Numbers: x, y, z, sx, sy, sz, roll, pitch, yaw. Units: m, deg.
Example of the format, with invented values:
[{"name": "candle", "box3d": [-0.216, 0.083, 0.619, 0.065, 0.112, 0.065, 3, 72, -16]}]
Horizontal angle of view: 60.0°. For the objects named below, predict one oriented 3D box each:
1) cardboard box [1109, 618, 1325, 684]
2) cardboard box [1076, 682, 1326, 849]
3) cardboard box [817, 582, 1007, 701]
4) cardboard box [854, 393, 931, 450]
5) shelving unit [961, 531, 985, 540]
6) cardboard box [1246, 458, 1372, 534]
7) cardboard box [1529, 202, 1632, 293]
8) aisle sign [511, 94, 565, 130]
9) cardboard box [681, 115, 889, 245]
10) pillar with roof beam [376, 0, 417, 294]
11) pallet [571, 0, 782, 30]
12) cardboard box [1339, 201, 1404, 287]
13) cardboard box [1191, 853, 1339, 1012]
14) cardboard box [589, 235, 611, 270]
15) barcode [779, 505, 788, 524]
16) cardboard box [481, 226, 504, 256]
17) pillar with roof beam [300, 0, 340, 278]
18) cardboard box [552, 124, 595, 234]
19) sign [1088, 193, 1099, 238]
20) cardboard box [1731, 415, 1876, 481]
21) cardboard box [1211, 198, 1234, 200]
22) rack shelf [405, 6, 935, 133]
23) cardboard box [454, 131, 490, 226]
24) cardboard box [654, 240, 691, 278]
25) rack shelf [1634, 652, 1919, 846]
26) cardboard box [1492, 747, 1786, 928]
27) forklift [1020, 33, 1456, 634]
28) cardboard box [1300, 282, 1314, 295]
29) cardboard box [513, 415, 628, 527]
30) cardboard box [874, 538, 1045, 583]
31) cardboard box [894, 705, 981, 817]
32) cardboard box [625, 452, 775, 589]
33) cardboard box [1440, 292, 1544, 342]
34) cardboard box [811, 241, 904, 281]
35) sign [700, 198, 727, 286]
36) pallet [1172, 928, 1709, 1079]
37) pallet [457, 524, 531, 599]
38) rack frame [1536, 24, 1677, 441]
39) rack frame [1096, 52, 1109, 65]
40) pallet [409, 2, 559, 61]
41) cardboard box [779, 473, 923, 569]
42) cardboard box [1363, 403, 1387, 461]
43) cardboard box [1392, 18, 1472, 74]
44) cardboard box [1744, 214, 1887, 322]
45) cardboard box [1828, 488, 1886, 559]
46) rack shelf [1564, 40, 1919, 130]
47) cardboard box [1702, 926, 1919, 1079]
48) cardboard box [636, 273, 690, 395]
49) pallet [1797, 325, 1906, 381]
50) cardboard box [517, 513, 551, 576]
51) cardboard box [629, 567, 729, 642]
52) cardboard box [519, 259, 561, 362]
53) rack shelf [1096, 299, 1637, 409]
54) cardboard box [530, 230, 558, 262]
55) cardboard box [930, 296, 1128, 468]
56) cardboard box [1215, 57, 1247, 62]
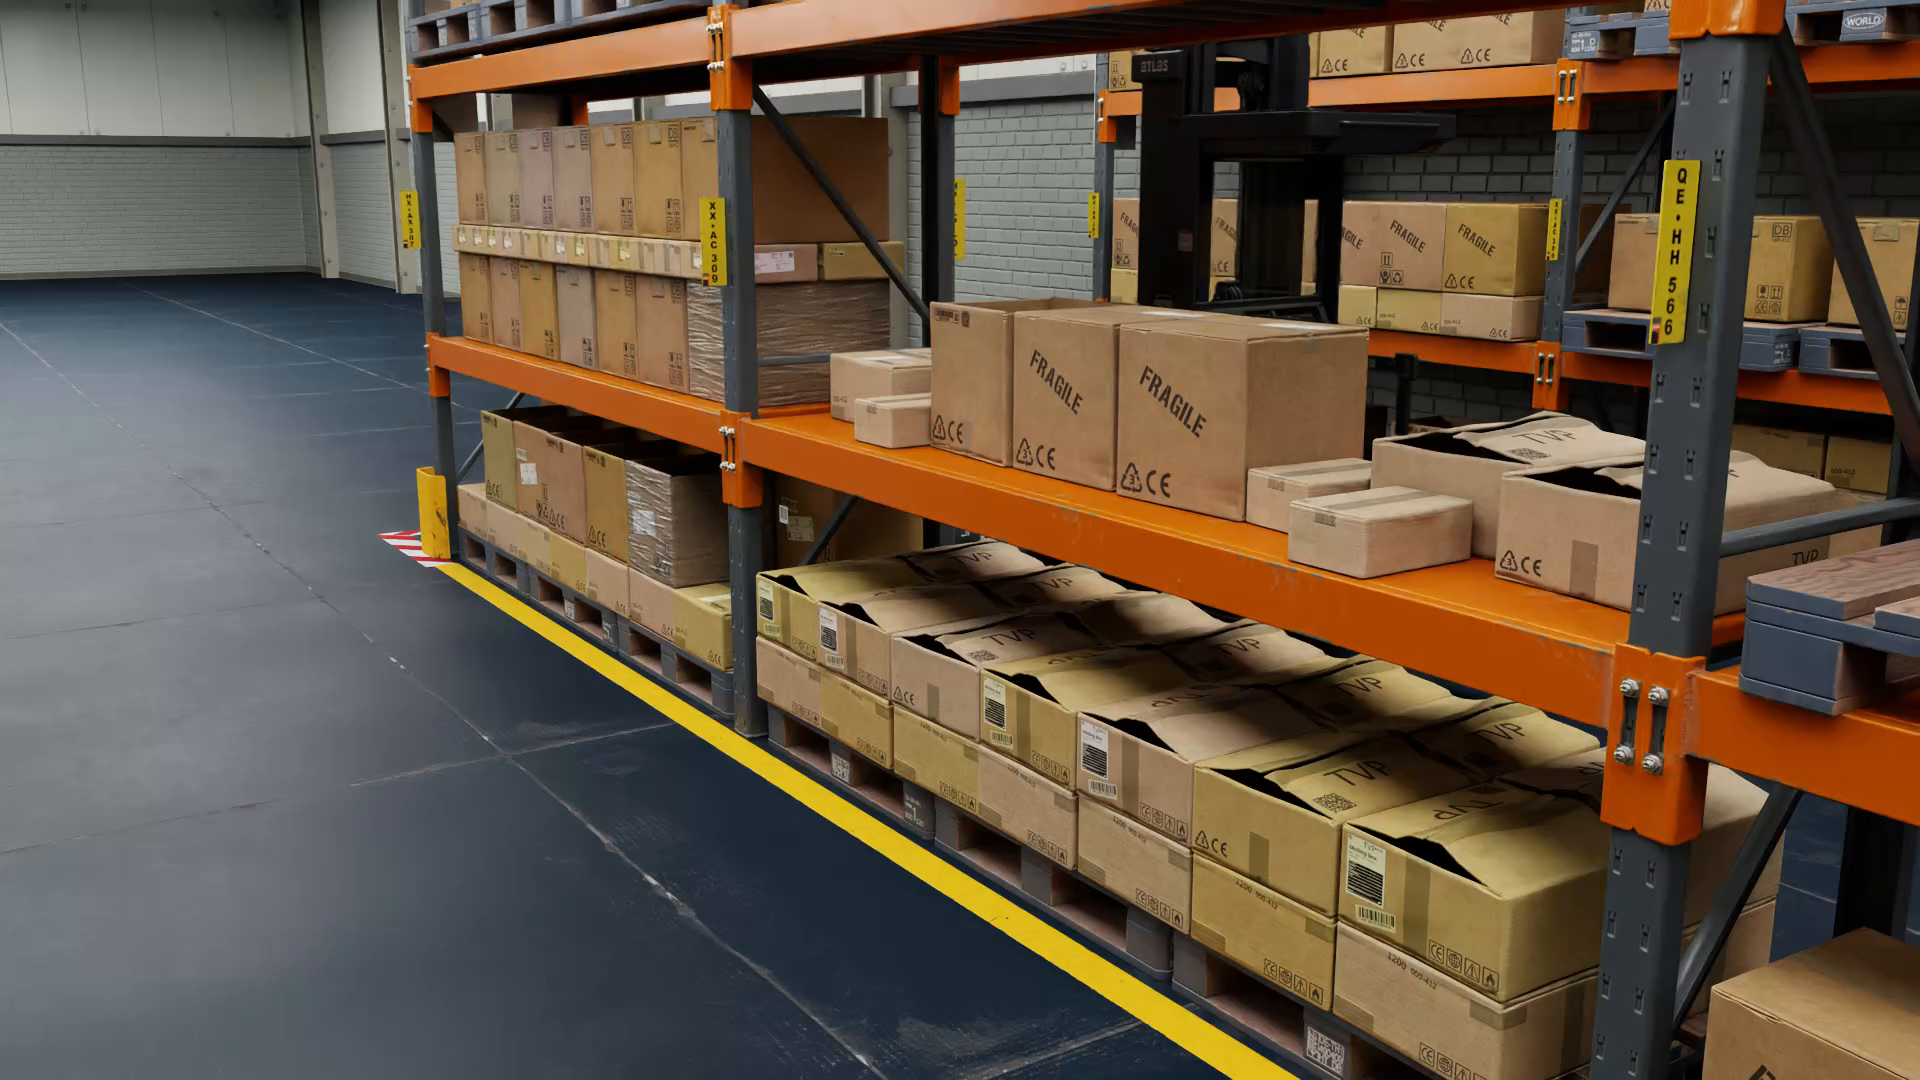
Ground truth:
[{"name": "cardboard box", "box3d": [0.837, 0.444, 5.453, 0.500, 0.311, 0.500, -8, 15, -33]}, {"name": "cardboard box", "box3d": [0.681, 0.600, 4.735, 0.500, 0.311, 0.500, -8, 15, -33]}, {"name": "cardboard box", "box3d": [-0.175, 0.327, 5.984, 0.500, 0.311, 0.500, -8, 15, -33]}, {"name": "cardboard box", "box3d": [-0.148, -0.425, 5.871, 0.380, 0.149, 0.250, -8, 15, -33]}, {"name": "shelving unit", "box3d": [0.092, -0.557, 10.099, 0.258, 1.200, 0.503, -8, 15, -33]}, {"name": "cardboard box", "box3d": [0.994, -0.115, 4.456, 0.380, 0.149, 0.250, -7, 14, -29]}, {"name": "cardboard box", "box3d": [3.566, -1.727, 9.789, 0.500, 0.500, 0.500, -9, 15, -34]}, {"name": "aisle sign", "box3d": [-2.477, -2.757, 9.863, 0.394, 0.787, 0.004, -8, 15, -33]}, {"name": "cardboard box", "box3d": [-0.720, -1.490, 6.884, 0.700, 0.500, 0.500, -8, 15, -32]}, {"name": "pillar with roof beam", "box3d": [-14.337, -8.695, 29.059, 9.100, 9.000, 0.400, -8, 15, -33]}, {"name": "pallet", "box3d": [-0.963, -2.300, 7.044, 1.003, 0.211, 1.213, -8, 15, -33]}, {"name": "cardboard box", "box3d": [2.582, -1.846, 10.329, 0.500, 0.500, 0.500, -9, 15, -34]}, {"name": "cardboard box", "box3d": [0.964, 0.964, 4.385, 0.500, 0.250, 0.500, -8, 15, -33]}, {"name": "cardboard box", "box3d": [-1.500, -1.344, 7.734, 0.380, 0.149, 0.250, -8, 14, -31]}, {"name": "barcode", "box3d": [-0.674, -0.097, 6.360, 0.001, 0.075, 0.075, -8, 15, -33]}, {"name": "cardboard box", "box3d": [-2.362, -1.620, 8.996, 0.380, 0.149, 0.250, -8, 15, -33]}, {"name": "pillar with roof beam", "box3d": [-17.661, -9.762, 33.939, 9.100, 9.000, 0.400, -8, 15, -33]}, {"name": "cardboard box", "box3d": [-1.554, -1.758, 8.108, 0.700, 0.500, 0.500, -8, 15, -33]}, {"name": "sign", "box3d": [0.985, -2.386, 12.227, 0.100, 0.325, 0.005, -8, 15, -33]}, {"name": "cardboard box", "box3d": [4.321, -0.470, 8.554, 0.500, 0.250, 0.500, -8, 15, -34]}, {"name": "cardboard box", "box3d": [1.716, -2.121, 11.588, 0.500, 0.500, 0.500, -8, 15, -33]}, {"name": "rack shelf", "box3d": [-1.577, -2.199, 8.059, 1.077, 0.370, 4.000, -8, 15, -33]}, {"name": "cardboard box", "box3d": [-2.408, -2.029, 9.350, 0.700, 0.500, 0.500, -8, 15, -33]}, {"name": "cardboard box", "box3d": [-1.081, -1.209, 7.115, 0.380, 0.149, 0.250, -9, 15, -34]}, {"name": "rack shelf", "box3d": [2.855, 0.689, 1.873, 1.077, 0.370, 4.000, -8, 15, -33]}, {"name": "cardboard box", "box3d": [1.701, 0.718, 4.196, 0.500, 0.311, 0.500, -8, 14, -31]}, {"name": "forklift", "box3d": [1.646, -0.997, 8.060, 1.130, 2.935, 3.031, -10, 16, -38]}, {"name": "cardboard box", "box3d": [2.298, -1.568, 10.814, 0.500, 0.250, 0.500, -8, 15, -32]}, {"name": "cardboard box", "box3d": [-2.007, -0.371, 8.736, 0.500, 0.500, 0.500, -8, 15, -33]}, {"name": "cardboard box", "box3d": [-0.006, 0.173, 6.690, 0.500, 0.311, 0.500, -8, 15, -33]}, {"name": "cardboard box", "box3d": [0.120, 0.693, 5.626, 0.500, 0.250, 0.500, -9, 15, -34]}, {"name": "cardboard box", "box3d": [-1.175, -0.104, 7.516, 0.500, 0.500, 0.500, -8, 15, -33]}, {"name": "cardboard box", "box3d": [3.138, -1.301, 9.595, 0.500, 0.250, 0.500, -8, 15, -33]}, {"name": "cardboard box", "box3d": [-0.457, -1.166, 6.919, 0.380, 0.149, 0.250, -8, 15, -33]}, {"name": "sign", "box3d": [-0.930, -1.125, 6.273, 0.100, 0.325, 0.005, -8, 15, -33]}, {"name": "pallet", "box3d": [1.323, 1.193, 4.411, 1.003, 0.211, 1.213, -8, 15, -33]}, {"name": "pallet", "box3d": [-2.227, 0.052, 9.627, 1.003, 0.211, 1.213, -8, 15, -33]}, {"name": "rack frame", "box3d": [3.653, -1.316, 9.360, 1.000, 3.000, 0.127, -8, 15, -33]}, {"name": "rack frame", "box3d": [1.437, -4.958, 11.972, 1.000, 3.000, 0.127, -8, 15, -33]}, {"name": "pallet", "box3d": [-2.315, -2.734, 9.029, 1.003, 0.211, 1.213, -8, 15, -33]}, {"name": "cardboard box", "box3d": [-0.465, -0.077, 7.391, 0.500, 0.500, 0.500, -8, 15, -33]}, {"name": "cardboard box", "box3d": [2.426, -0.650, 11.134, 0.700, 0.500, 0.500, -9, 15, -36]}, {"name": "cardboard box", "box3d": [2.898, -2.992, 9.722, 0.500, 0.500, 0.500, -10, 16, -37]}, {"name": "cardboard box", "box3d": [4.210, -1.385, 8.411, 0.700, 0.500, 0.500, -6, 14, -27]}, {"name": "cardboard box", "box3d": [4.652, 0.000, 8.160, 0.700, 0.500, 0.500, -8, 15, -32]}, {"name": "rack shelf", "box3d": [4.761, -2.075, 7.490, 1.077, 0.370, 4.000, -8, 15, -33]}, {"name": "cardboard box", "box3d": [1.761, 1.103, 3.118, 0.500, 0.500, 0.500, -7, 14, -30]}, {"name": "cardboard box", "box3d": [-1.018, -0.949, 7.448, 0.700, 0.500, 0.500, -8, 15, -33]}, {"name": "pallet", "box3d": [4.738, -0.858, 7.715, 1.003, 0.211, 1.213, -8, 15, -33]}, {"name": "cardboard box", "box3d": [-2.017, -0.003, 8.809, 0.500, 0.250, 0.500, -8, 15, -33]}, {"name": "cardboard box", "box3d": [-1.177, 0.262, 7.595, 0.500, 0.250, 0.500, -8, 15, -33]}, {"name": "cardboard box", "box3d": [-1.872, -1.223, 8.700, 0.700, 0.500, 0.500, -8, 15, -32]}, {"name": "rack shelf", "box3d": [2.545, -1.321, 11.063, 1.077, 0.370, 4.000, -8, 15, -33]}, {"name": "cardboard box", "box3d": [-1.932, -1.482, 8.367, 0.380, 0.149, 0.250, -8, 15, -33]}, {"name": "cardboard box", "box3d": [0.235, -0.546, 5.603, 0.500, 0.500, 0.500, -7, 14, -29]}, {"name": "cardboard box", "box3d": [1.973, -3.271, 10.996, 0.500, 0.500, 0.500, -7, 14, -30]}]
